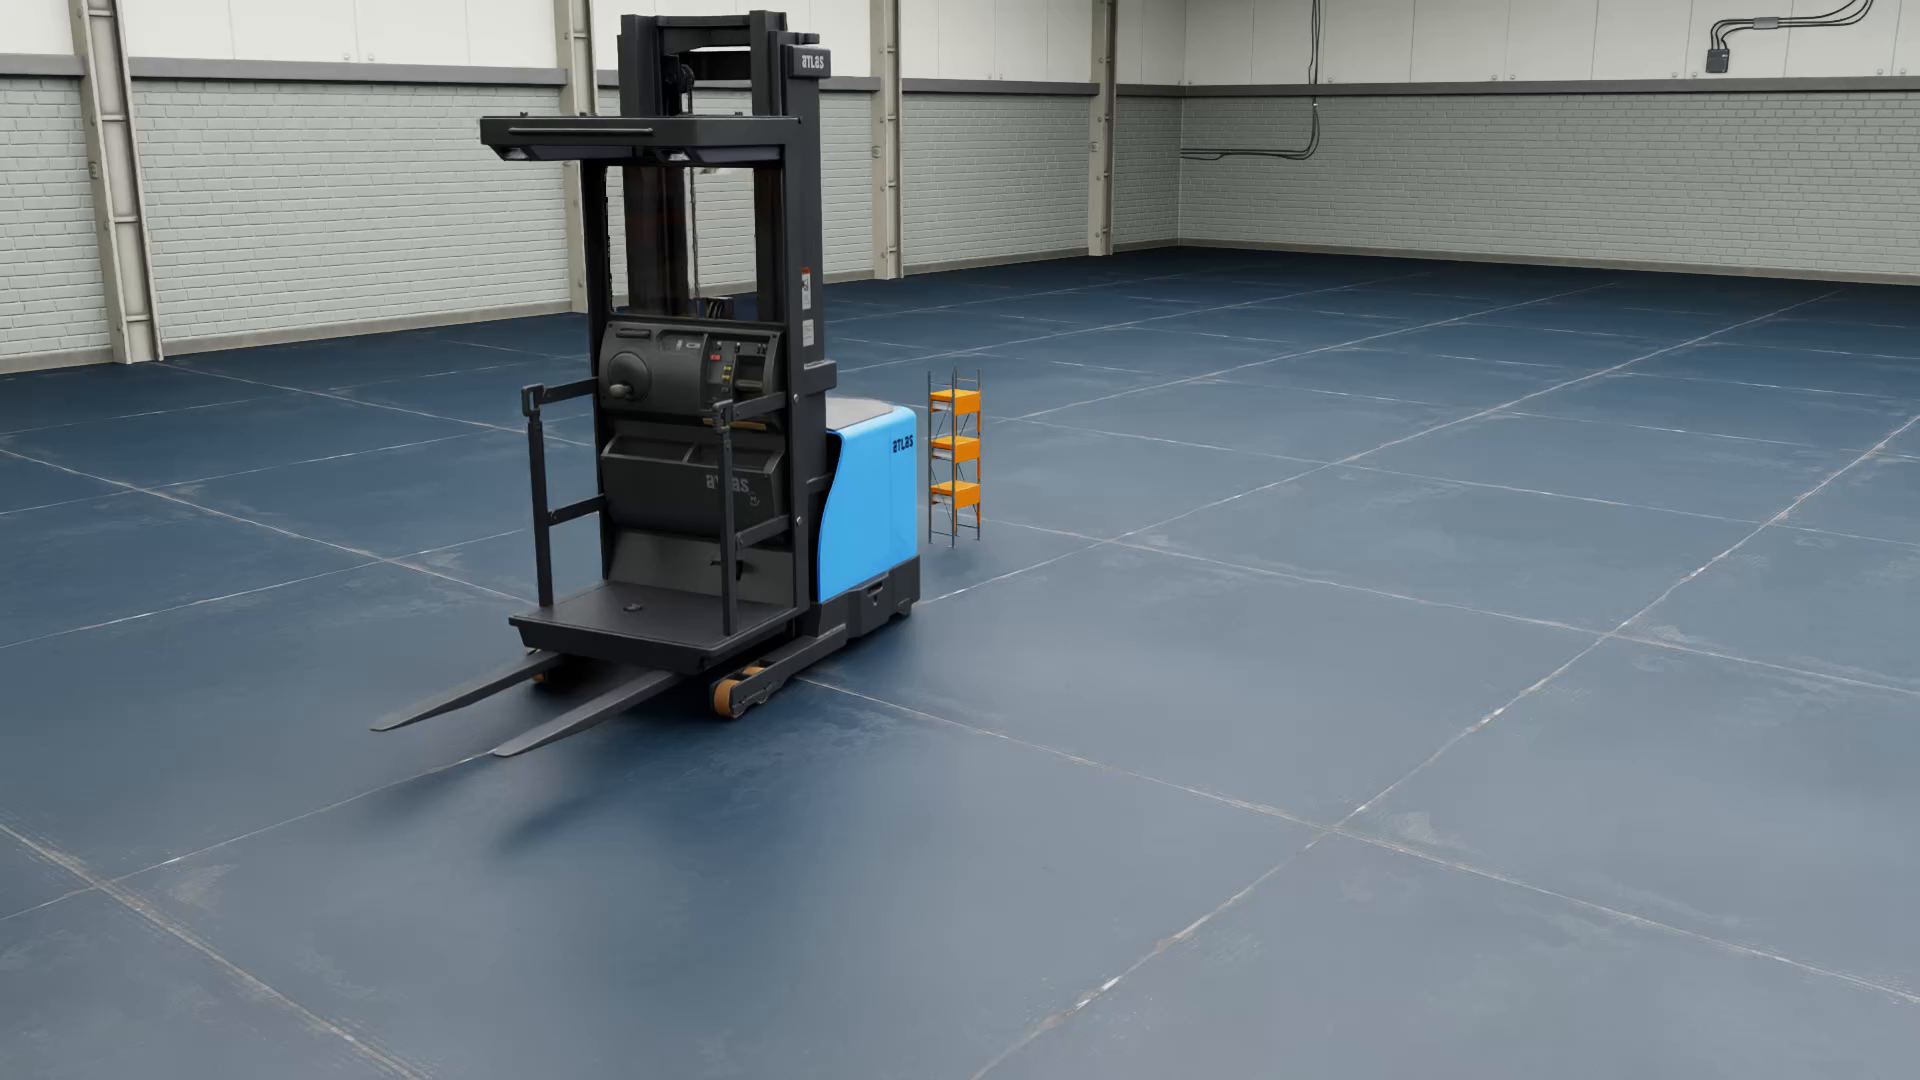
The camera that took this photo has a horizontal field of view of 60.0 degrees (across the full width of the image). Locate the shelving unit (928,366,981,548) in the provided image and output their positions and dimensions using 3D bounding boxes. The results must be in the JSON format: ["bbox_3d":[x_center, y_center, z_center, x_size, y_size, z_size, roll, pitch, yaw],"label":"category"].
[{"bbox_3d":[-0.034,-0.499,9.953,0.215,1.050,0.252,11,18,38],"label":"shelving unit"}]

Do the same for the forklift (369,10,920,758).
[{"bbox_3d":[-1.305,-0.781,7.246,1.130,2.935,3.031,7,16,25],"label":"forklift"}]

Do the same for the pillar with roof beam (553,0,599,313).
[{"bbox_3d":[-1.571,-6.742,18.384,9.100,9.000,0.400,11,18,38],"label":"pillar with roof beam"}]

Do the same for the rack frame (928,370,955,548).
[{"bbox_3d":[-0.110,-0.475,9.861,0.200,1.050,0.008,11,18,38],"label":"rack frame"}]

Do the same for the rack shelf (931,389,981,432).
[{"bbox_3d":[-0.034,-0.763,9.886,0.215,0.259,0.240,11,18,38],"label":"rack shelf"}]

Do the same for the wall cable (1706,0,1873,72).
[{"bbox_3d":[12.877,-10.242,25.255,2.305,6.003,0.169,11,18,38],"label":"wall cable"}]

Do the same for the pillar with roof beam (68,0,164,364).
[{"bbox_3d":[-5.342,-5.593,13.861,9.100,9.000,0.400,11,18,38],"label":"pillar with roof beam"}]

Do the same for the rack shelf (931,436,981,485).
[{"bbox_3d":[-0.034,-0.488,9.956,0.215,0.259,0.240,11,18,38],"label":"rack shelf"}]

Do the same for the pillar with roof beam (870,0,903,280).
[{"bbox_3d":[2.200,-7.891,22.907,9.100,9.000,0.400,11,18,38],"label":"pillar with roof beam"}]

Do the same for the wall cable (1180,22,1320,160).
[{"bbox_3d":[5.502,-8.560,31.851,3.097,2.526,0.112,11,18,38],"label":"wall cable"}]

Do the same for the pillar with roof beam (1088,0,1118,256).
[{"bbox_3d":[5.971,-9.040,27.431,9.100,9.000,0.400,11,18,38],"label":"pillar with roof beam"}]

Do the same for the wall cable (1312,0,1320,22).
[{"bbox_3d":[7.607,-10.590,29.581,3.097,2.526,0.112,11,18,38],"label":"wall cable"}]

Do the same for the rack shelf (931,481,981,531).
[{"bbox_3d":[-0.034,-0.219,10.024,0.215,0.259,0.240,11,18,38],"label":"rack shelf"}]

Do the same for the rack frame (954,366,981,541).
[{"bbox_3d":[0.043,-0.522,10.045,0.200,1.050,0.008,11,18,38],"label":"rack frame"}]
